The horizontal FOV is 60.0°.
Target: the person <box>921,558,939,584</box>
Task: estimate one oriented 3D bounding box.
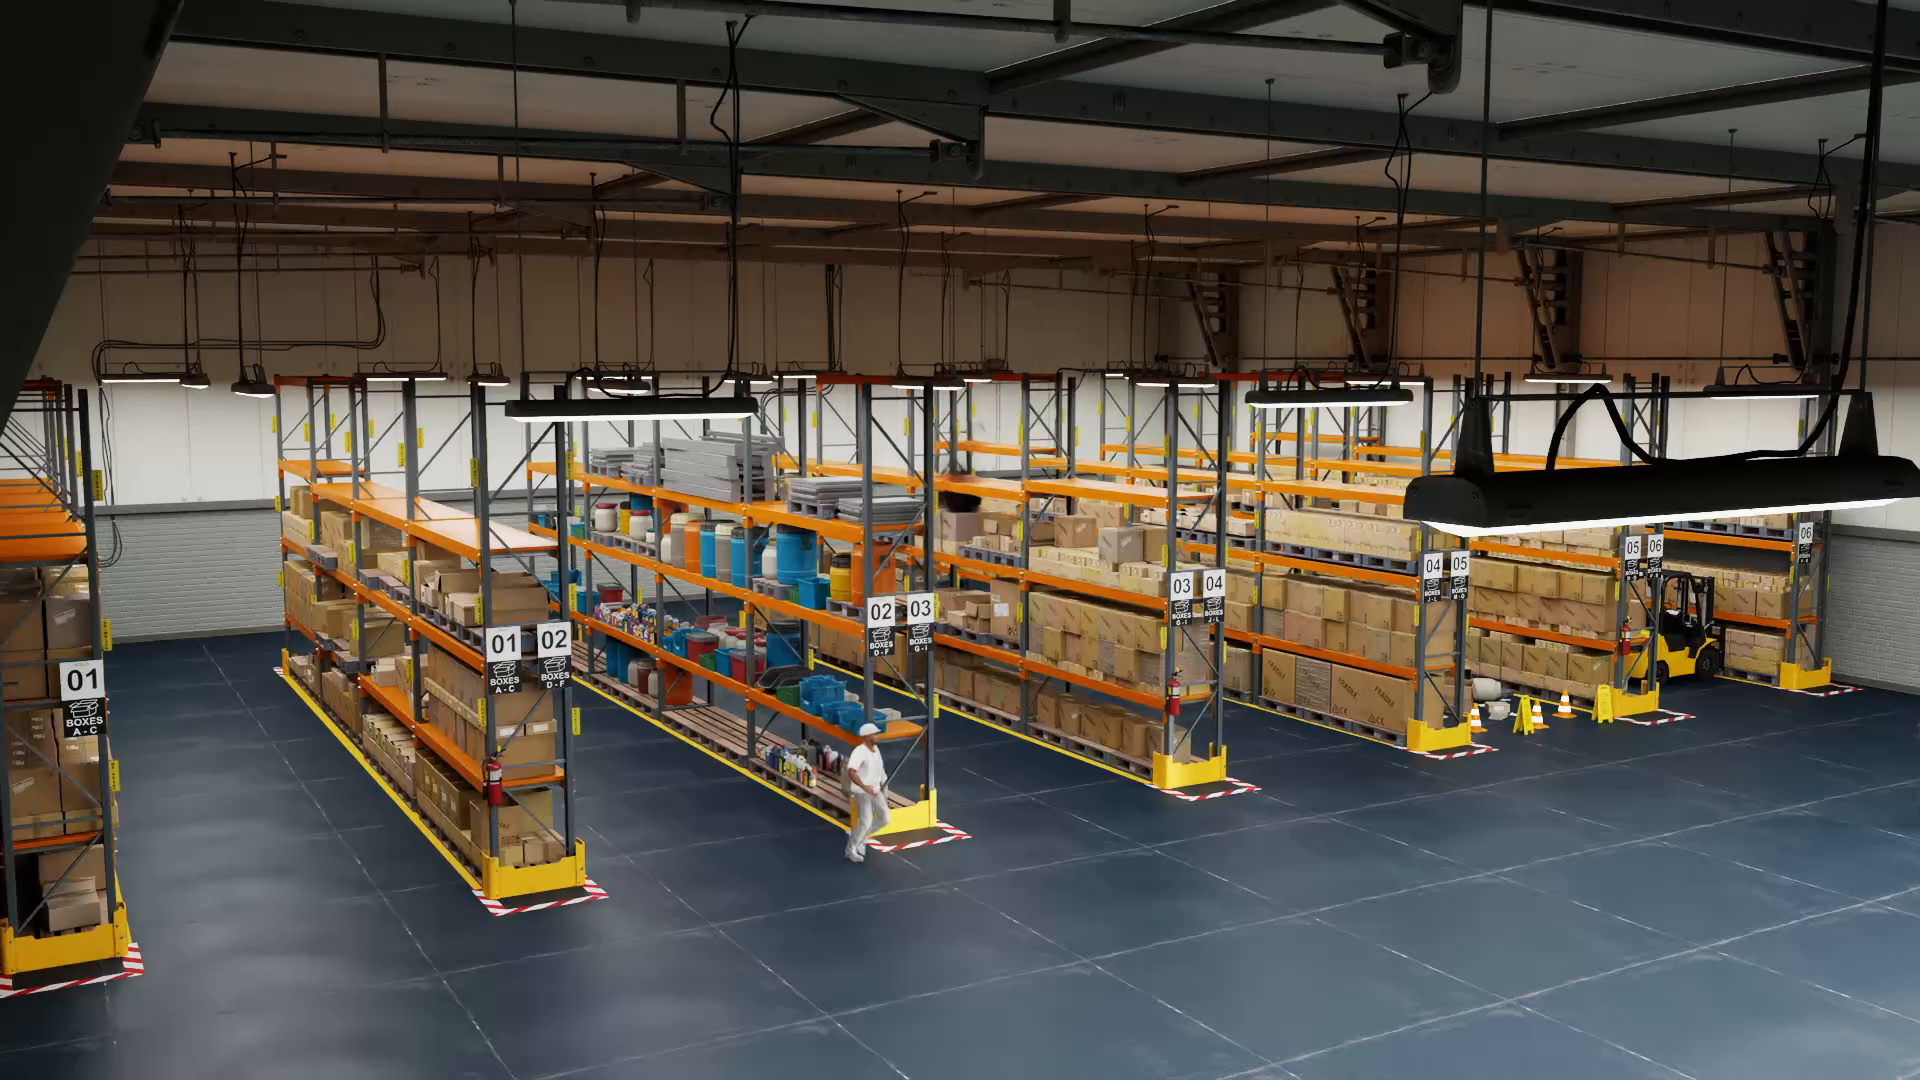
[{"bbox_3d":[-0.823,1.234,38.536,0.685,1.822,0.936,-3,7,-24],"label":"person"}]

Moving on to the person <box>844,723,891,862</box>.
[{"bbox_3d":[-1.136,3.175,21.084,0.535,1.699,0.765,3,7,27],"label":"person"}]

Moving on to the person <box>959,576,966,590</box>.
[{"bbox_3d":[0.002,0.948,42.418,0.442,1.521,0.619,2,6,14],"label":"person"}]
